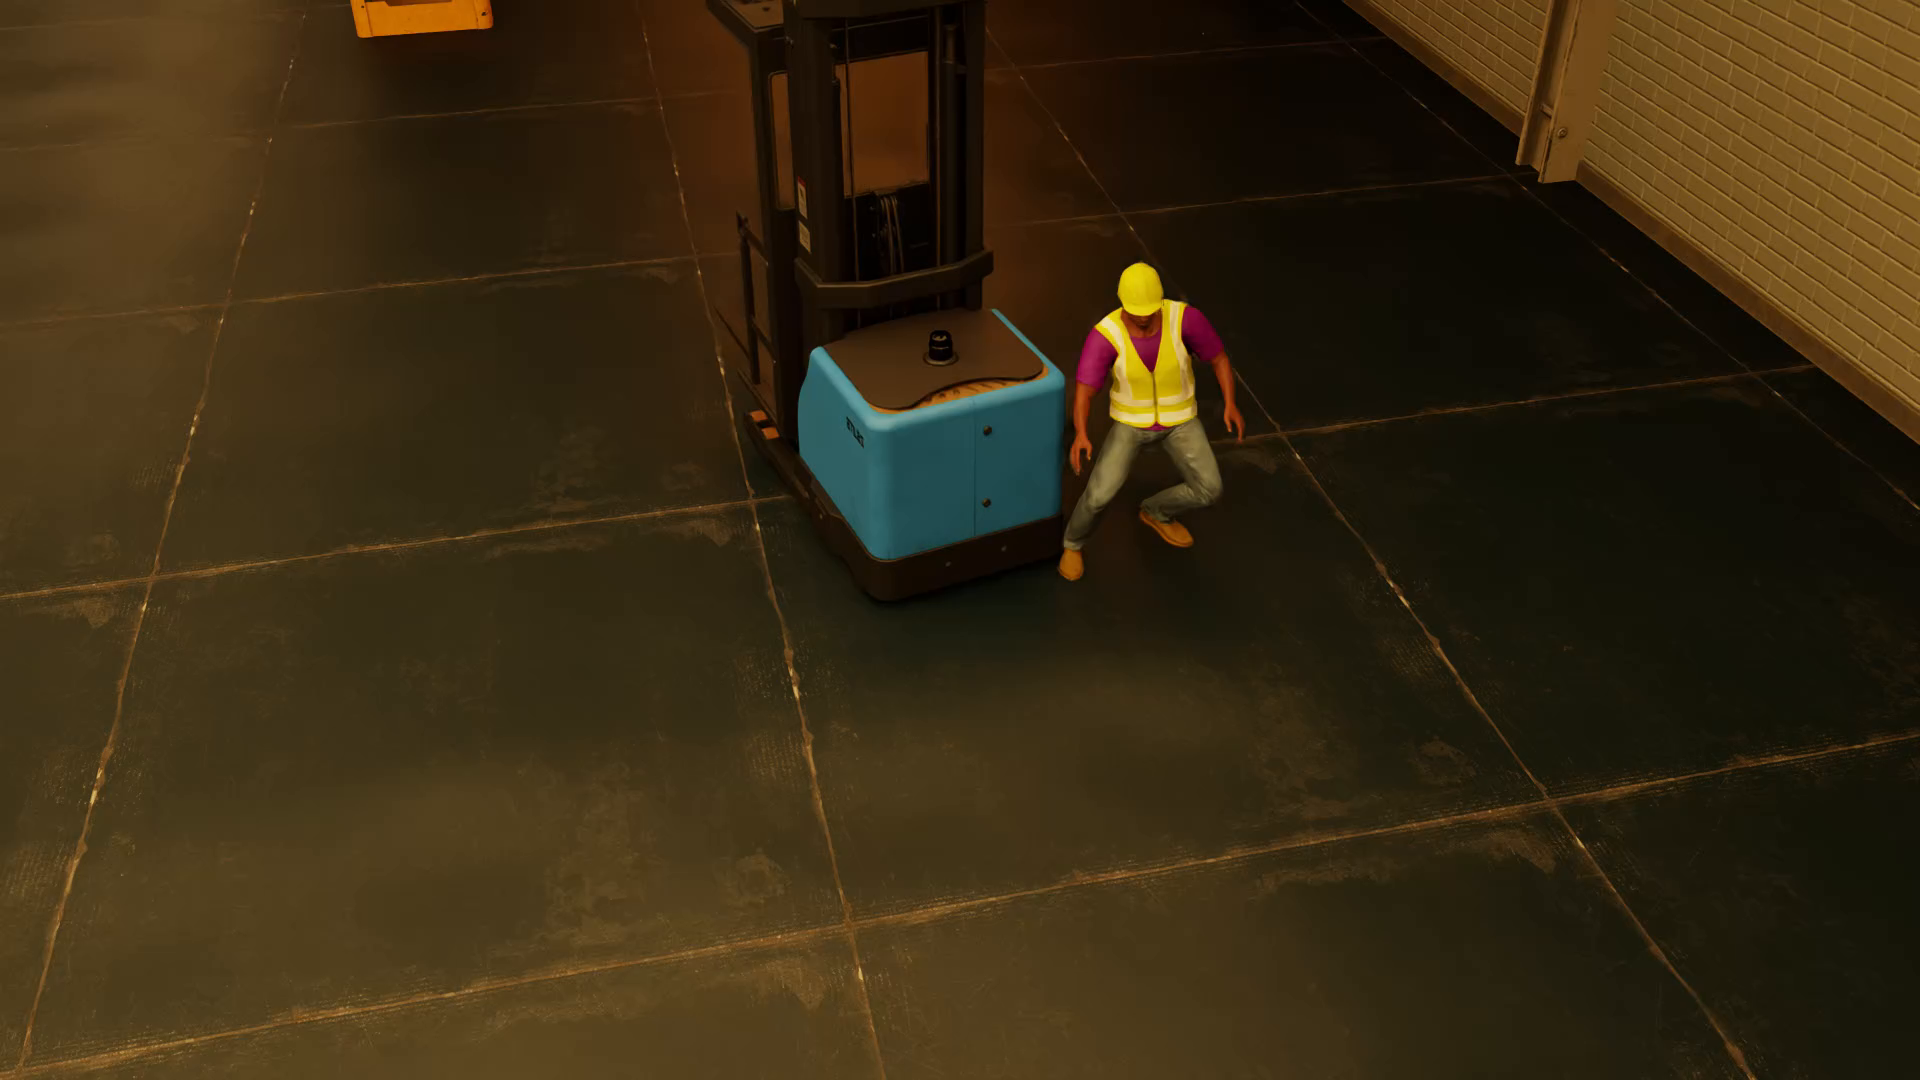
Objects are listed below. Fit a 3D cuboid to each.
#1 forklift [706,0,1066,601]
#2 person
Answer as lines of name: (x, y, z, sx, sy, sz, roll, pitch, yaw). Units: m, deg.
forklift: (-0.561, -1.746, 8.476, 1.130, 2.935, 3.031, -15, 38, -20)
person: (0.921, -0.525, 7.937, 0.861, 1.603, 0.736, -1, 36, -1)
